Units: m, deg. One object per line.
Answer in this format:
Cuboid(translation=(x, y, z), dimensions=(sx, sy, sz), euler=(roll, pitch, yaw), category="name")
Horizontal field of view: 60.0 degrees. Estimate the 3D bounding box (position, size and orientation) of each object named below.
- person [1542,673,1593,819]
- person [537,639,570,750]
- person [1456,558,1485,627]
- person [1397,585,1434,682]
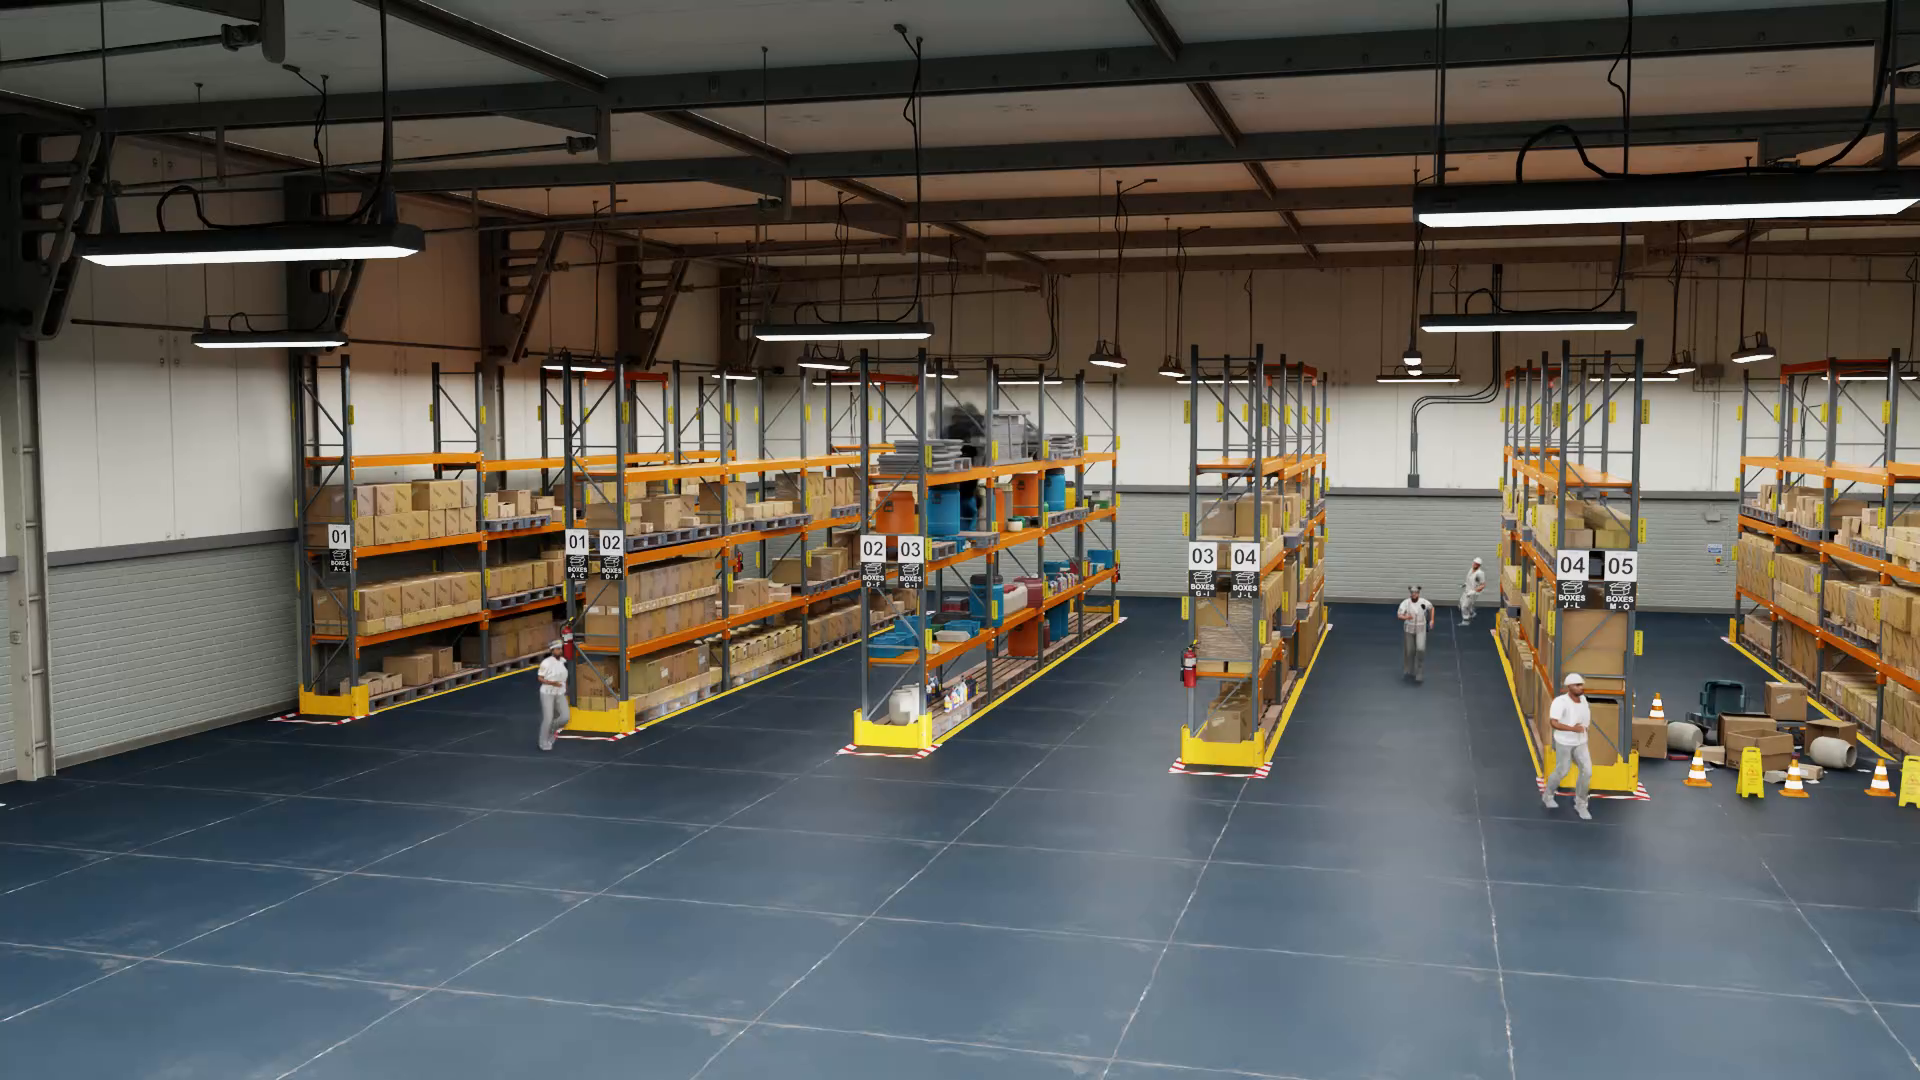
Cuboid(translation=(7.649, 2.577, 20.811), dimensions=(0.717, 1.846, 0.760), euler=(-2, 5, -21), category="person")
Cuboid(translation=(-6.030, 2.310, 24.954), dimensions=(0.564, 1.647, 0.616), euler=(4, 6, 44), category="person")
Cuboid(translation=(12.080, 1.233, 39.084), dimensions=(0.653, 1.669, 0.812), euler=(-2, 5, -24), category="person")
Cuboid(translation=(8.665, 1.758, 31.632), dimensions=(0.672, 1.835, 0.925), euler=(1, 4, 16), category="person")
